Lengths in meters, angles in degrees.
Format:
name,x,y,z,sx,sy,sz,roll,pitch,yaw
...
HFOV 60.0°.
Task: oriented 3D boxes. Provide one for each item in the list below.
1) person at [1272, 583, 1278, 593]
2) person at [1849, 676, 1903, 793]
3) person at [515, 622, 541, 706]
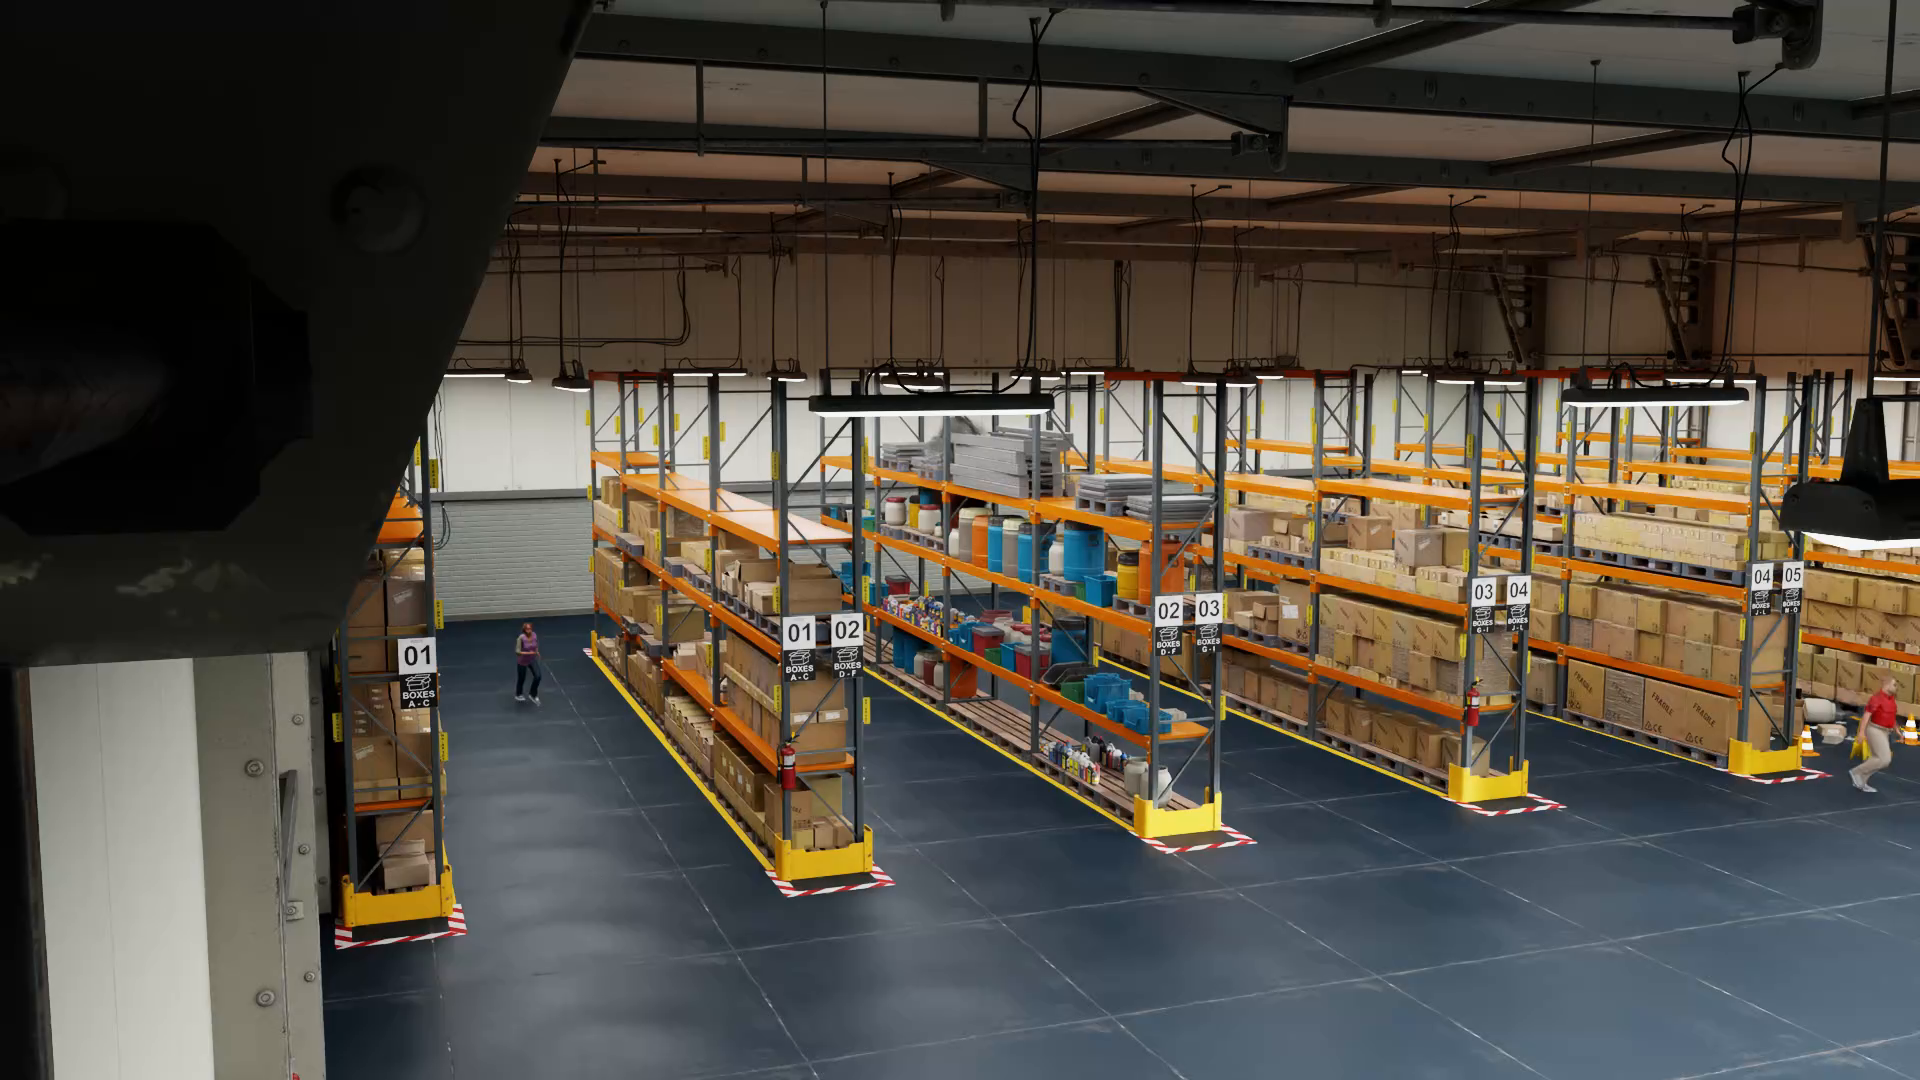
name,x,y,z,sx,sy,sz,roll,pitch,yaw
person,8.484,0.552,43.946,0.674,1.826,0.854,5,8,36
person,13.278,2.811,24.078,0.591,1.706,0.665,6,9,43
person,-7.799,2.223,30.010,0.546,1.546,0.901,-5,8,-36
